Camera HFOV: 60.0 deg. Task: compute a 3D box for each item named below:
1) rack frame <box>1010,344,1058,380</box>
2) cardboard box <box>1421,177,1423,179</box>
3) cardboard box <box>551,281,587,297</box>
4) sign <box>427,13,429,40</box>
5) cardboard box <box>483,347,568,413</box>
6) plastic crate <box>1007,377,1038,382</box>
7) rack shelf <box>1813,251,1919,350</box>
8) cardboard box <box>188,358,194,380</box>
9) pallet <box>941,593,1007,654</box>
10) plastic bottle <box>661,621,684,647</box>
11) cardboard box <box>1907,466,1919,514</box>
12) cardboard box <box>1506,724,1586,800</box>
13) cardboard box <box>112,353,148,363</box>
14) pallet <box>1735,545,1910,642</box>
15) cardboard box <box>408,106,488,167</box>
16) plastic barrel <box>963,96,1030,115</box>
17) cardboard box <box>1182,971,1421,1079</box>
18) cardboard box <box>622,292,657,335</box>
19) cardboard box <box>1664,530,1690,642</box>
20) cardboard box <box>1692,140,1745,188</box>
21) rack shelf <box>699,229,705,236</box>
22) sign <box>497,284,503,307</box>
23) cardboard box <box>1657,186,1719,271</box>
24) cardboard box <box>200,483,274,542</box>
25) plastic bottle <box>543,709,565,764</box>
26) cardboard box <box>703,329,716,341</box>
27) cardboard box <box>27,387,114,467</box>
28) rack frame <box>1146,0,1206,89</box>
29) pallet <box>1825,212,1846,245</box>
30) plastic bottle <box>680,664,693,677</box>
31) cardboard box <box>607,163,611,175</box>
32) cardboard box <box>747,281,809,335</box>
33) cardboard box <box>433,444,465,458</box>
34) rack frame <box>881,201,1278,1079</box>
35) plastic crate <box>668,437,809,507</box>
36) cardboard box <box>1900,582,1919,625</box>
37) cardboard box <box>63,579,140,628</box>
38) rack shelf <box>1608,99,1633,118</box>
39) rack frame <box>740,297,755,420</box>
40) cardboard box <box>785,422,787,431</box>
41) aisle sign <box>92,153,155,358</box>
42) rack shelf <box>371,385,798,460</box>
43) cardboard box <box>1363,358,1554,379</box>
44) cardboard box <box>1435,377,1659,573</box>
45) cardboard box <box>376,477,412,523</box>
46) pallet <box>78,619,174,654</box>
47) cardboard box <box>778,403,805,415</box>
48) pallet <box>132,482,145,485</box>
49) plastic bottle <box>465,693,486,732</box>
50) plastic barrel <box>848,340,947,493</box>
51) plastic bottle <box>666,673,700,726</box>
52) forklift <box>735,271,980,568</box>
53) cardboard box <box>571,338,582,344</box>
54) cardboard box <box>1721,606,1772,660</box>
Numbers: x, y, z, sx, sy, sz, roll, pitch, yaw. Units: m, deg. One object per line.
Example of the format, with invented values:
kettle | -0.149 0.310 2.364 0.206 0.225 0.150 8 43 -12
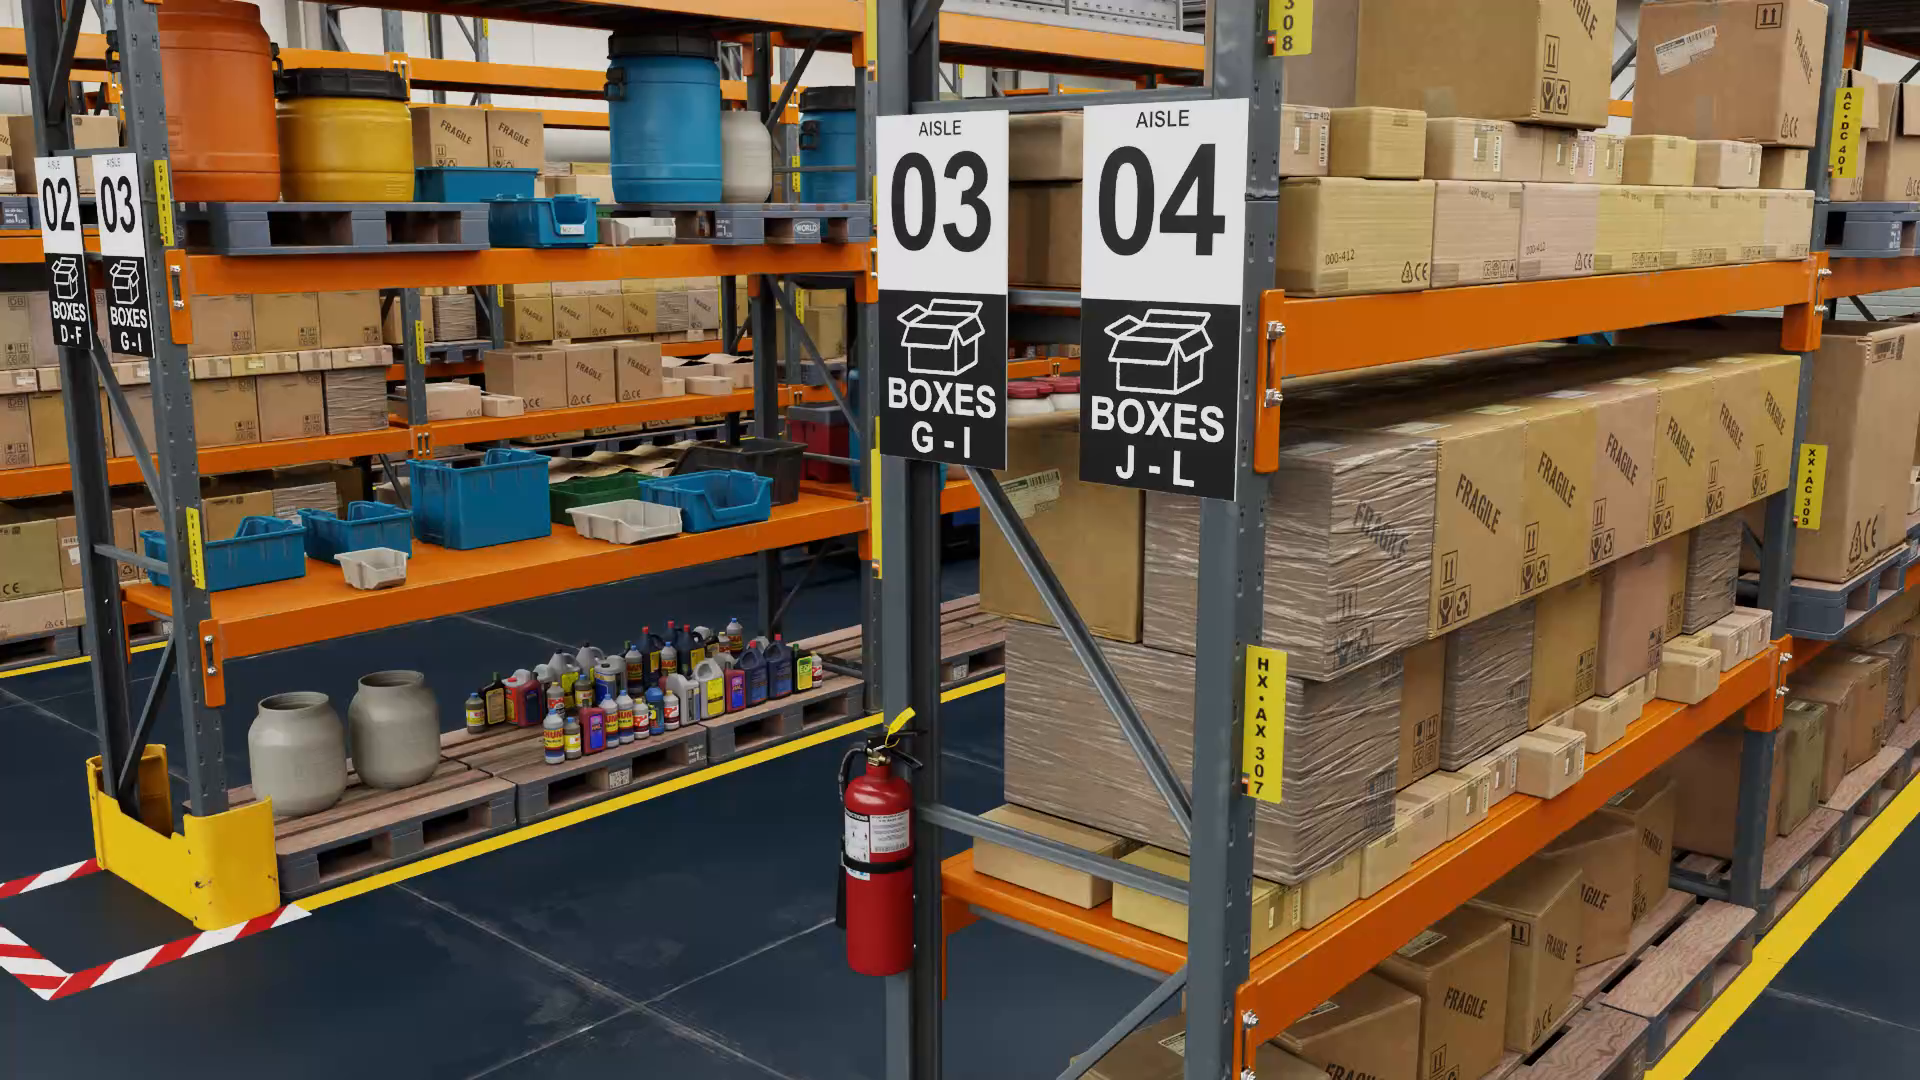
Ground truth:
rack frame | 0.705 -2.309 19.153 1.000 3.000 0.127 10 15 40
cardboard box | 0.896 -0.945 4.028 0.380 0.149 0.250 9 15 39
cardboard box | -4.812 -3.046 19.860 0.500 0.250 0.500 9 15 40
sign | -6.079 -5.909 19.073 0.100 0.325 0.005 10 15 40
cardboard box | -3.709 -1.370 14.194 0.500 0.500 0.500 -11 16 -43
plastic crate | 0.486 -0.913 11.999 0.402 0.464 0.583 10 15 40
rack shelf | 4.183 -1.263 8.095 1.077 0.370 4.000 10 15 40
cardboard box | -5.607 -1.206 11.716 0.380 0.149 0.250 10 15 42
pallet | 0.437 0.575 11.831 1.003 0.211 1.213 10 15 40
plastic bottle | -1.702 0.657 9.941 0.144 0.351 0.185 10 15 42
cardboard box | 4.605 -0.299 8.360 0.396 0.266 0.258 9 15 39
cardboard box | 1.652 0.642 5.021 0.380 0.149 0.250 10 15 40
cardboard box | -5.858 -1.530 11.683 0.700 0.500 0.500 10 15 40
pallet | 3.476 0.150 7.332 1.003 0.211 1.213 10 15 40
cardboard box | -4.139 -3.189 13.295 0.500 0.500 0.500 10 15 41
plastic barrel | 0.178 -2.503 11.187 0.600 0.901 0.708 10 15 40
cardboard box | 1.016 1.575 5.014 0.500 0.500 0.500 -7 13 -33
cardboard box | -4.127 -2.830 20.695 0.500 0.500 0.500 10 15 42
cardboard box | 2.163 0.081 6.169 0.875 0.500 0.500 10 15 40
cardboard box | 2.357 -1.239 5.502 0.380 0.149 0.250 9 15 39
rack shelf | -3.256 -2.545 14.510 1.077 0.370 4.000 10 15 40
sign | -5.245 -2.821 18.961 0.100 0.325 0.005 10 15 40
cardboard box | 2.073 -0.996 5.304 0.500 0.250 0.500 10 15 40
cardboard box | -5.384 -0.115 12.200 0.500 0.500 0.500 10 15 40
plastic bottle | -2.067 0.993 8.463 0.097 0.271 0.097 0 11 0
cardboard box | -3.383 -2.677 21.585 0.380 0.149 0.250 10 15 42
cardboard box | -6.224 -0.810 11.391 0.700 0.500 0.500 10 15 41
rack frame | 1.783 -4.022 12.410 1.000 3.000 0.127 10 15 40
pallet | 4.032 -1.460 7.721 1.213 0.211 1.003 10 15 40
plastic bottle | -1.500 0.823 9.281 0.061 0.283 0.133 10 15 40
cardboard box | -4.380 -4.414 20.654 0.700 0.500 0.500 10 15 40
cardboard box | -2.649 -3.174 22.717 0.980 0.700 0.700 10 15 41
cardboard box | -6.095 -1.238 19.048 0.700 0.500 0.500 10 15 41
rack frame | 0.222 0.738 3.898 1.000 3.000 0.127 10 15 40
plastic crate | -1.299 -0.400 9.754 0.767 0.338 0.504 10 15 40
cardboard box | 5.083 0.305 9.407 0.500 0.250 0.500 11 15 43
cardboard box | -6.038 0.401 11.532 0.500 0.250 0.500 10 15 40
rack shelf | 5.743 -4.355 16.939 1.077 0.370 4.000 10 15 40
rack frame | -3.019 -2.949 22.357 1.000 3.000 0.127 10 15 40
cardboard box | -1.461 -1.255 17.220 0.500 0.250 0.500 11 15 42
aisle sign | -3.326 -1.129 6.607 0.394 0.787 0.004 10 15 40
rack shelf | -3.256 -1.074 14.804 1.077 0.370 4.000 10 15 40
cardboard box | 1.715 -0.355 5.804 0.500 0.500 0.500 10 15 40
cardboard box | 1.780 -0.214 5.095 0.500 0.500 0.500 10 15 40
cardboard box | -4.524 -0.361 13.917 0.500 0.311 0.500 10 15 40
pallet | -5.938 0.527 12.072 1.003 0.211 1.213 10 15 40
cardboard box | -2.448 -2.026 23.045 0.700 0.500 0.500 10 15 41
pallet | -7.787 -0.519 17.312 1.003 0.211 1.213 10 15 40
plastic bottle | -2.615 0.927 8.972 0.097 0.201 0.097 0 11 0
plastic barrel | -0.375 -0.755 10.090 0.600 0.901 0.708 10 15 40
plastic bottle | -1.517 0.860 9.117 0.152 0.276 0.135 10 15 41
forklift | -0.734 -1.255 14.050 1.130 2.935 3.031 10 15 42
cardboard box | -4.783 -2.383 20.112 0.380 0.149 0.250 10 15 40
cardboard box | 2.942 0.342 6.521 0.380 0.149 0.250 10 15 40
